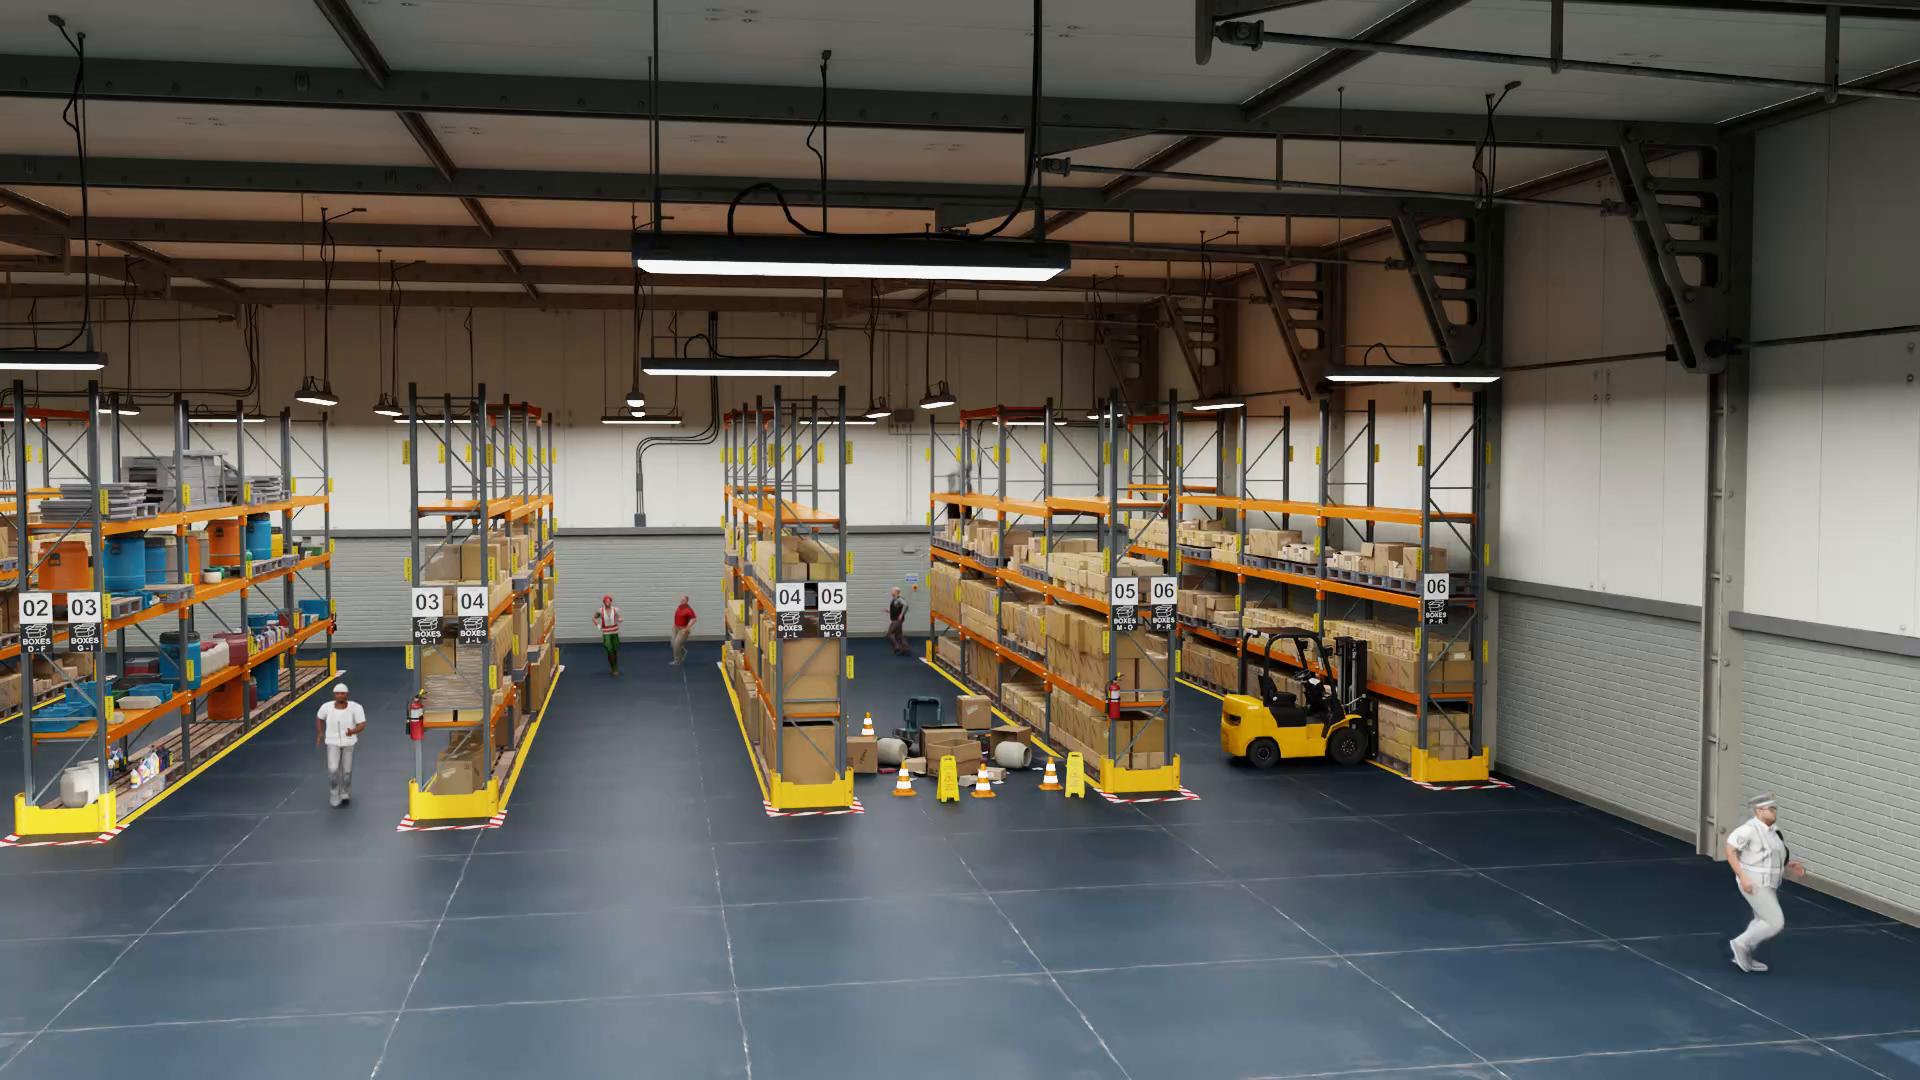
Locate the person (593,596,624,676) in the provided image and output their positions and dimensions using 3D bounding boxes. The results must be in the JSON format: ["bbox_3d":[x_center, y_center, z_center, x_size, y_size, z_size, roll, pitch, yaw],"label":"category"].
[{"bbox_3d":[-8.040,2.181,38.118,0.655,1.836,0.808,-1,3,-26],"label":"person"}]

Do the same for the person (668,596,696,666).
[{"bbox_3d":[-6.581,2.159,39.643,0.733,1.667,0.648,2,4,37],"label":"person"}]

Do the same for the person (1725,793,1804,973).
[{"bbox_3d":[7.795,3.314,16.074,0.668,1.738,0.604,-3,4,-44],"label":"person"}]

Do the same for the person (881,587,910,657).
[{"bbox_3d":[-1.599,2.062,41.582,0.727,1.783,0.676,0,3,-8],"label":"person"}]

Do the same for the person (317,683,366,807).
[{"bbox_3d":[-8.836,2.924,23.746,0.666,1.768,0.777,-1,3,-19],"label":"person"}]
